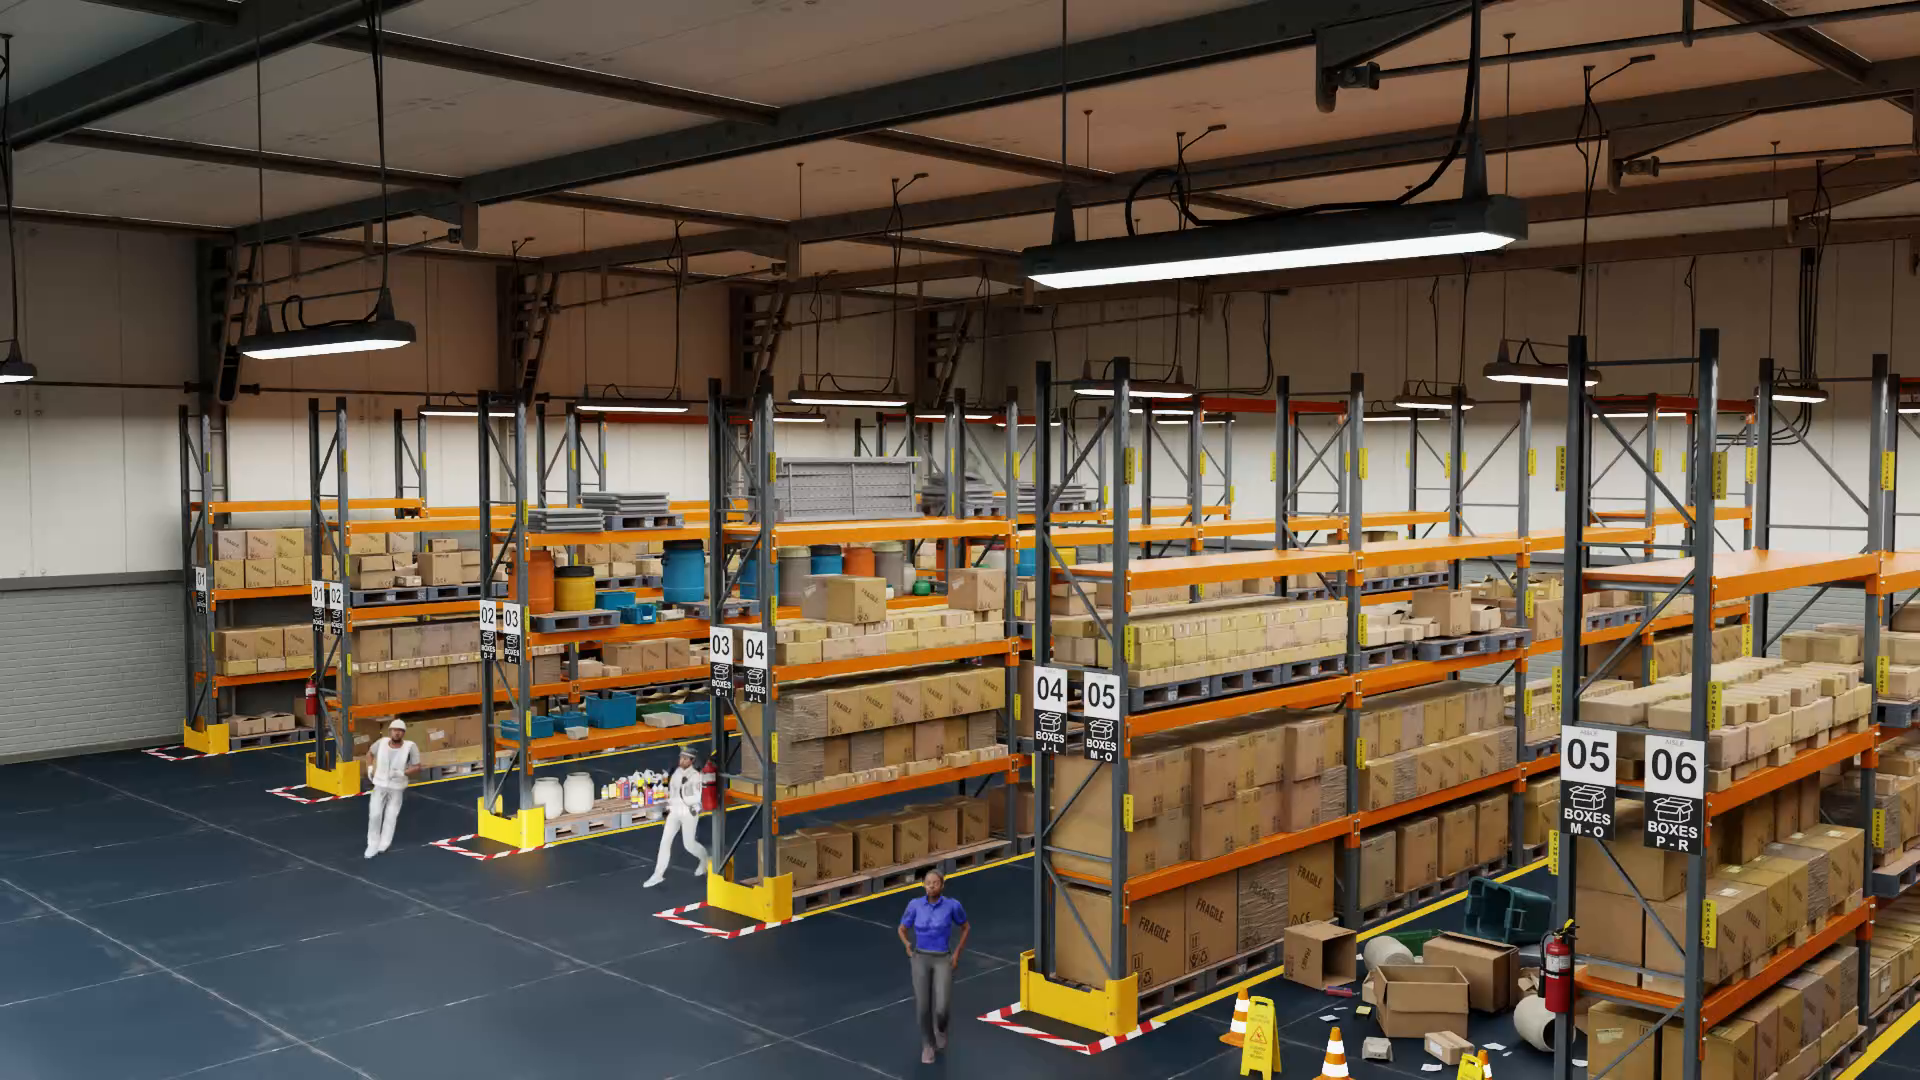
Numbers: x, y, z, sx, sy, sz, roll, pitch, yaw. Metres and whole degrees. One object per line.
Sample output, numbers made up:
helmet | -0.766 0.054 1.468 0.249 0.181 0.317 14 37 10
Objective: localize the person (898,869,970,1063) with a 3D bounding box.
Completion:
person | -0.241 3.624 14.117 0.607 1.619 0.560 0 3 8

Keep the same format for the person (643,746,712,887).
person | -3.276 3.255 19.747 0.637 1.655 0.942 2 4 39

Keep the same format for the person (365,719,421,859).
person | -7.260 3.174 21.279 0.709 1.784 0.655 -1 3 -13
